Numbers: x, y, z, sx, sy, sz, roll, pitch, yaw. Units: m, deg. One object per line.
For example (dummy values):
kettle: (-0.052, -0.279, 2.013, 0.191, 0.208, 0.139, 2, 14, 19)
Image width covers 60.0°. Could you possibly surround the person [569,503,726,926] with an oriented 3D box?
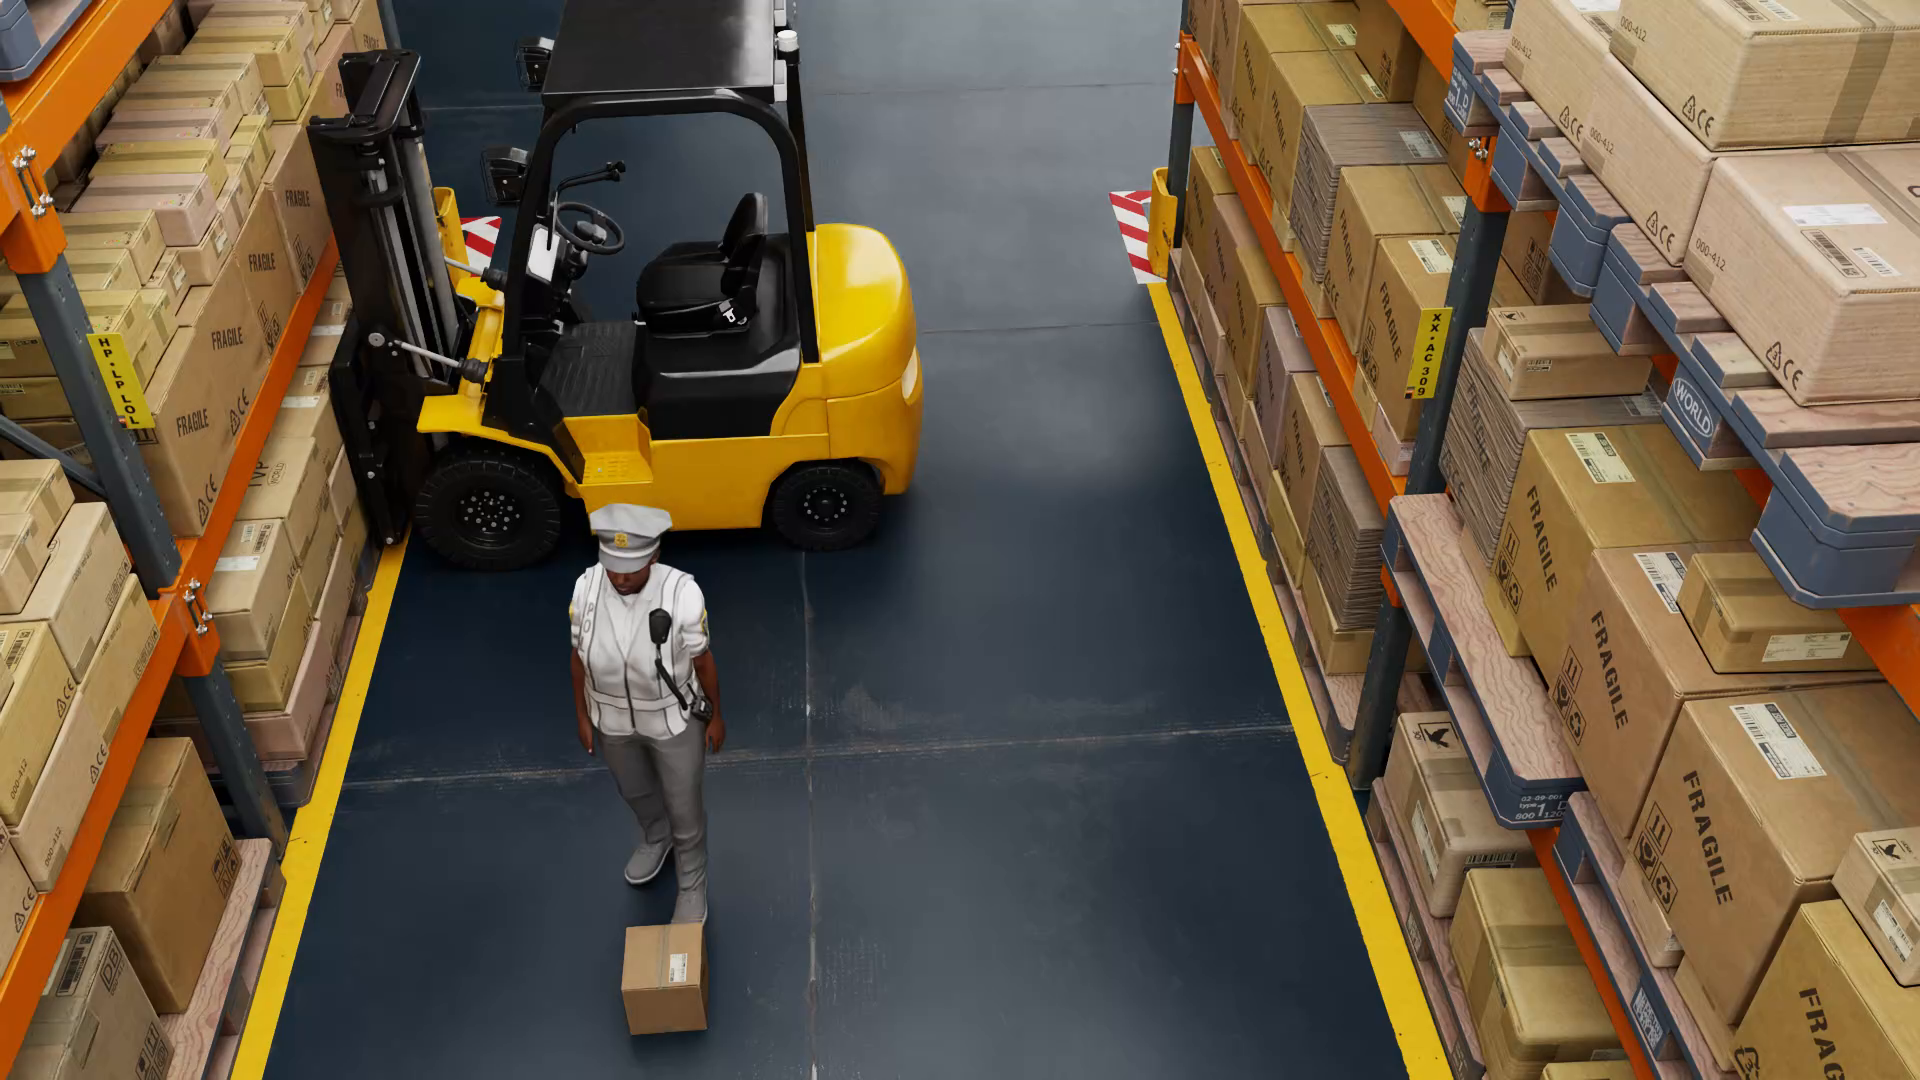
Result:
person: (-1.021, 0.580, 5.421, 0.474, 1.680, 0.489, 5, 40, 6)
